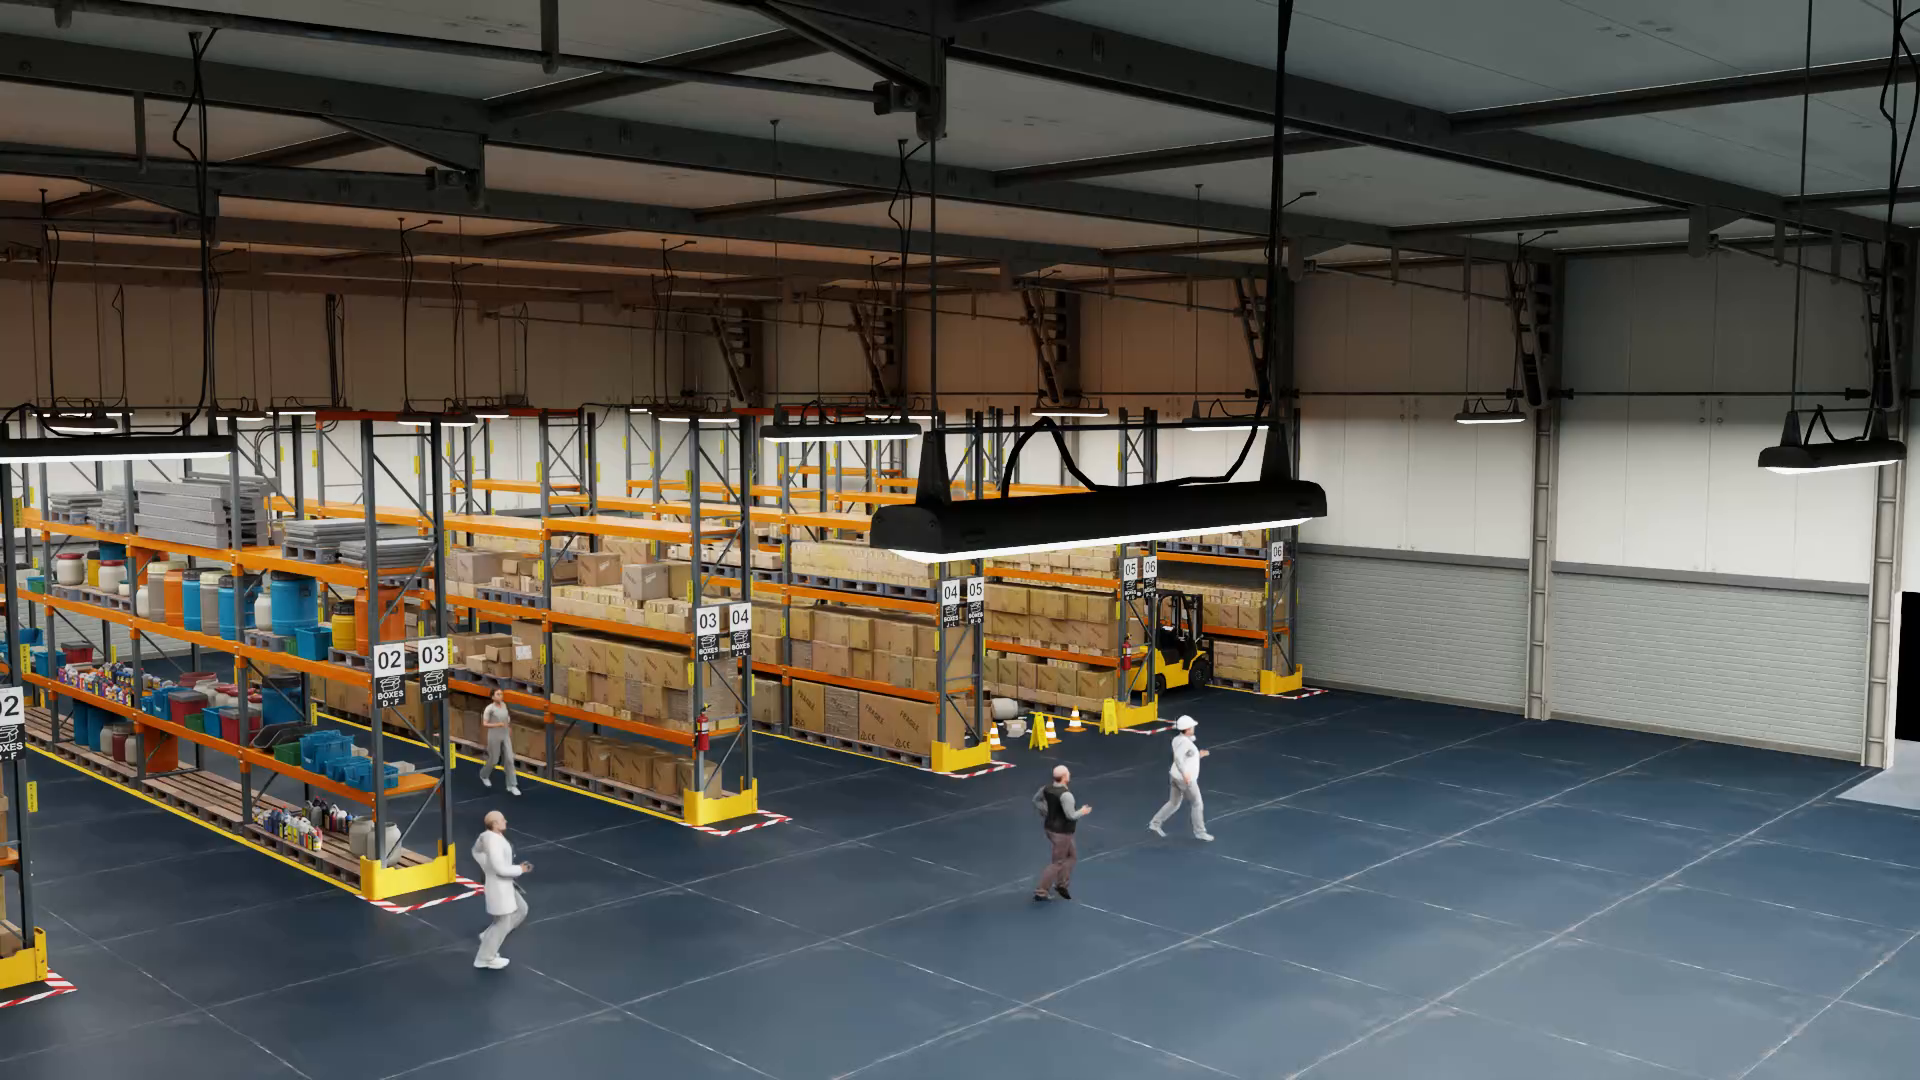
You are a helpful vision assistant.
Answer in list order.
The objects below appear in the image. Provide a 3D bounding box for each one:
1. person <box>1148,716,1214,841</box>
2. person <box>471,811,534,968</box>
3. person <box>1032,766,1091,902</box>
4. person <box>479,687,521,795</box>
[{"bbox_3d":[3.123,3.350,23.337,0.953,1.779,0.645,-1,5,-15],"label":"person"},{"bbox_3d":[-5.035,3.831,18.326,0.669,1.742,0.690,-2,5,-18],"label":"person"},{"bbox_3d":[1.249,3.581,20.581,0.756,1.607,0.635,-2,5,-21],"label":"person"},{"bbox_3d":[-7.290,3.149,26.248,0.951,1.673,0.565,4,7,40],"label":"person"}]
